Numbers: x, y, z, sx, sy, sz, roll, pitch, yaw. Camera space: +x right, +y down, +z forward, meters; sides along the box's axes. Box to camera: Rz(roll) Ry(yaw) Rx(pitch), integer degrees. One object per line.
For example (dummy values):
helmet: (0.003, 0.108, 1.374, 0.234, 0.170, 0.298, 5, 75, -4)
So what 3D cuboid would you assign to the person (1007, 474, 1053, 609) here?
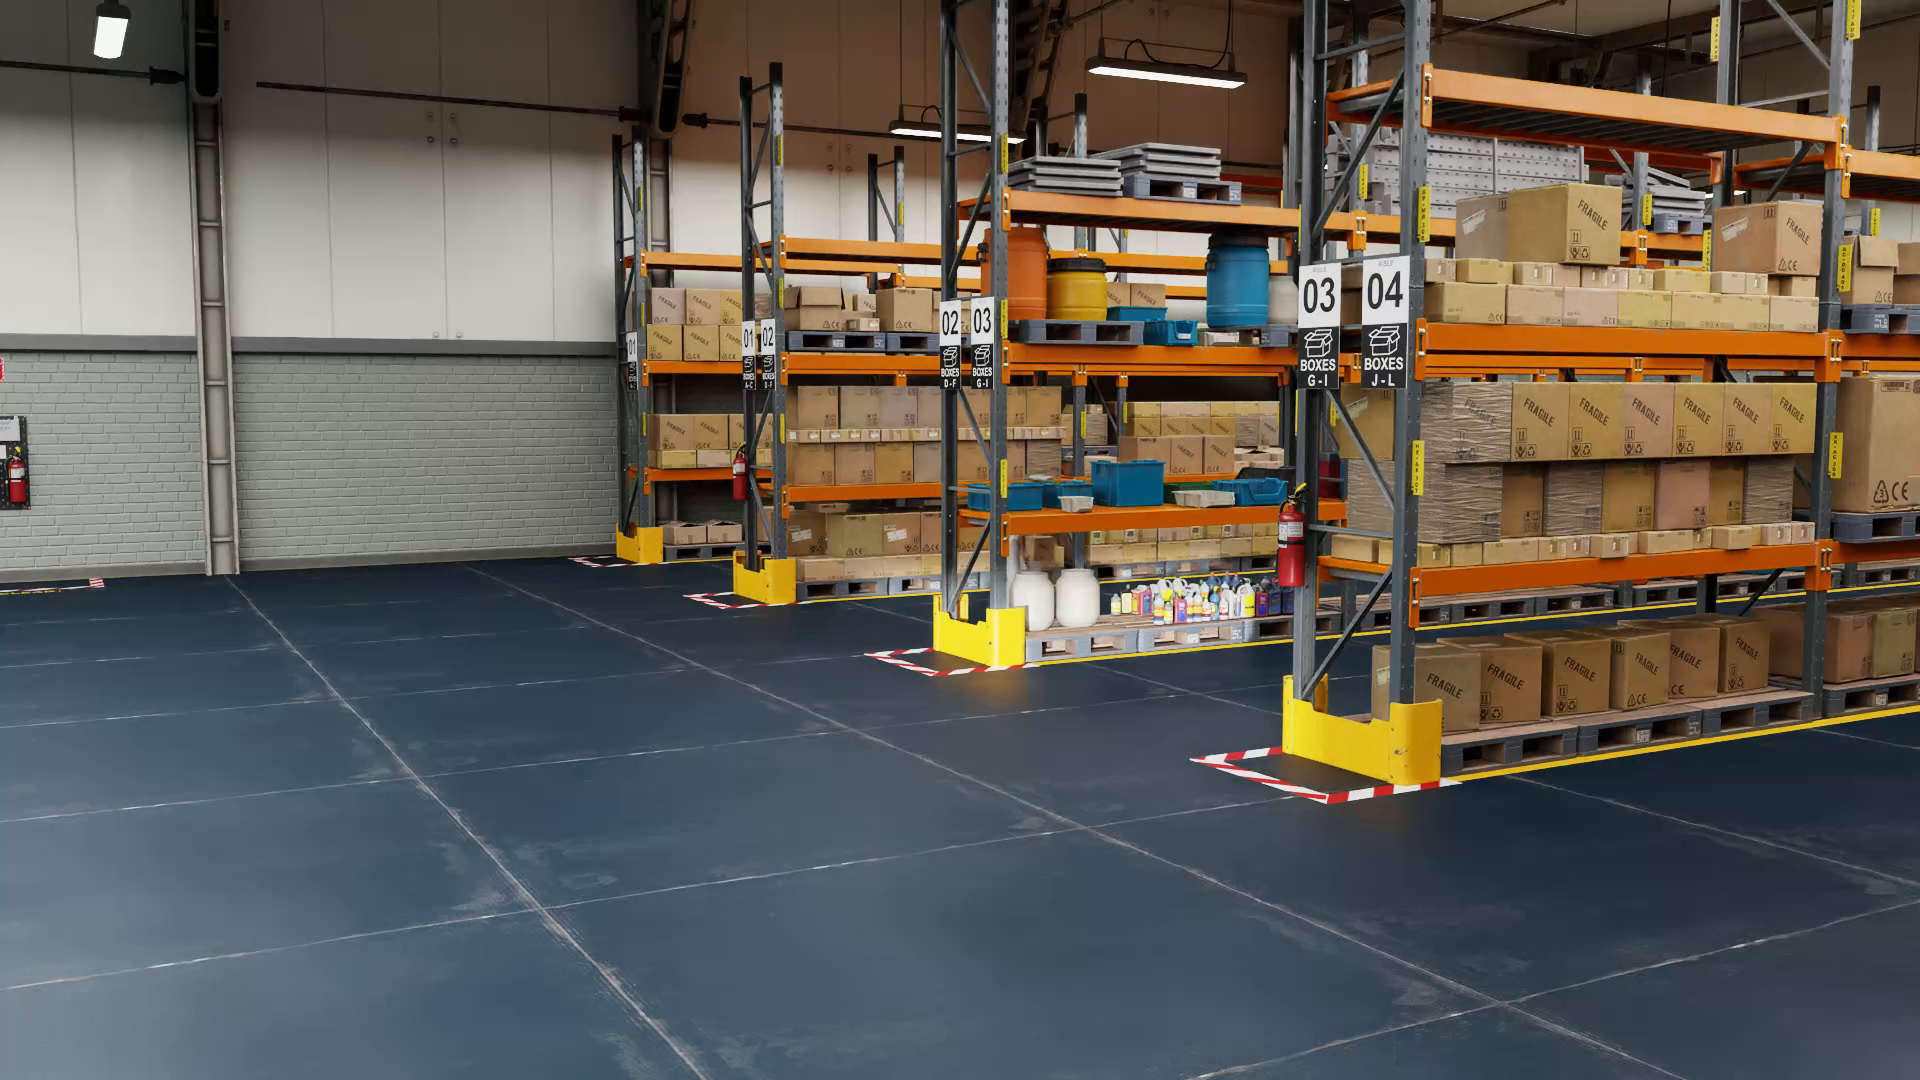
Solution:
person: (0.716, 0.072, 17.438, 0.414, 1.540, 0.668, -3, 6, -30)
